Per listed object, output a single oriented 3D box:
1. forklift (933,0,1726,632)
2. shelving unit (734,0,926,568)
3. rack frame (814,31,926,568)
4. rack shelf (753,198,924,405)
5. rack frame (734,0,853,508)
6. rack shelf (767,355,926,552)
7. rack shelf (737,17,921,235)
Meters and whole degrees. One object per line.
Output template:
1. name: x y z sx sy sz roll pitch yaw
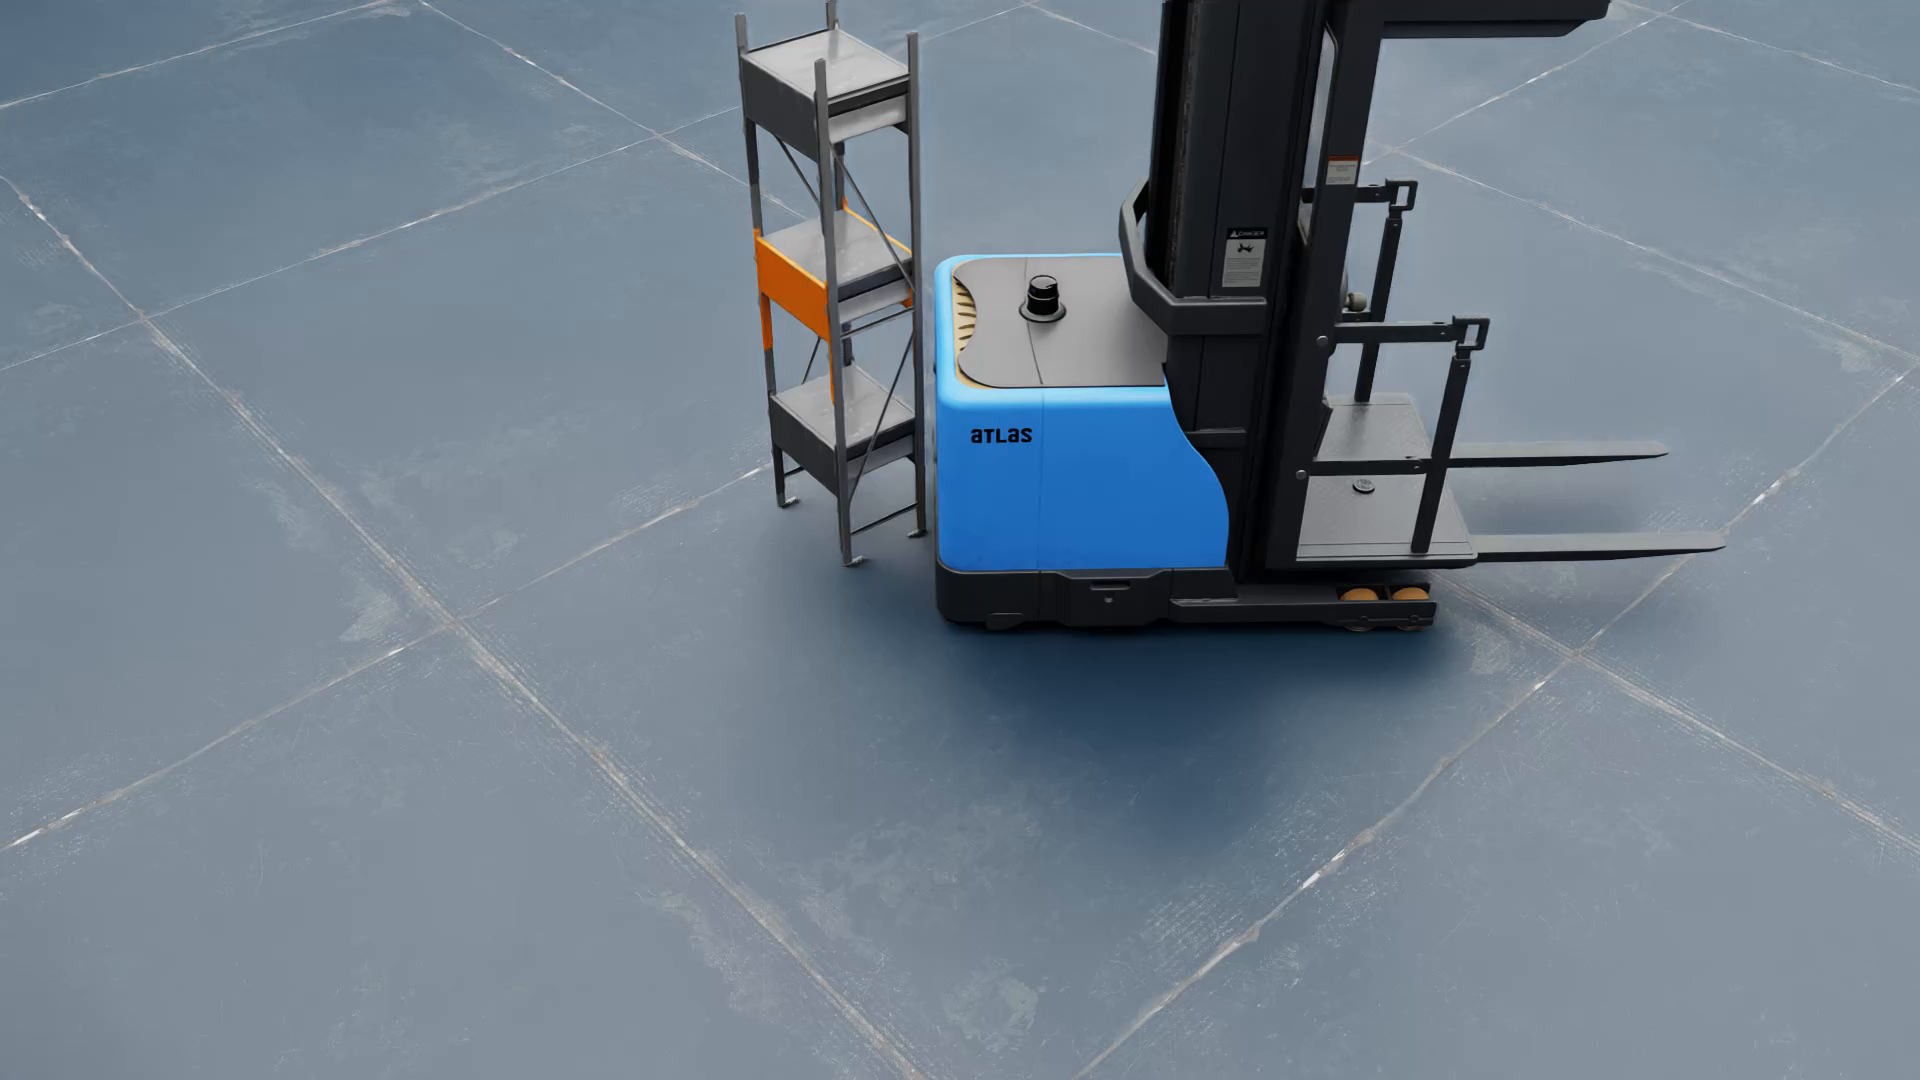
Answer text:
1. forklift: 1.414 -1.127 5.813 3.031 2.935 1.130 -1 39 -1
2. shelving unit: -0.450 -0.907 6.202 0.431 2.100 0.503 -26 45 -28
3. rack frame: -0.302 -0.785 6.051 0.400 2.100 0.015 -26 45 -28
4. rack shelf: -0.450 -0.896 6.210 0.431 0.518 0.480 -26 45 -28
5. rack frame: -0.598 -1.029 6.353 0.400 2.100 0.015 -26 45 -28
6. rack shelf: -0.450 -0.352 6.650 0.431 0.518 0.480 -26 45 -28
7. rack shelf: -0.450 -1.441 5.771 0.431 0.518 0.480 -26 45 -28
